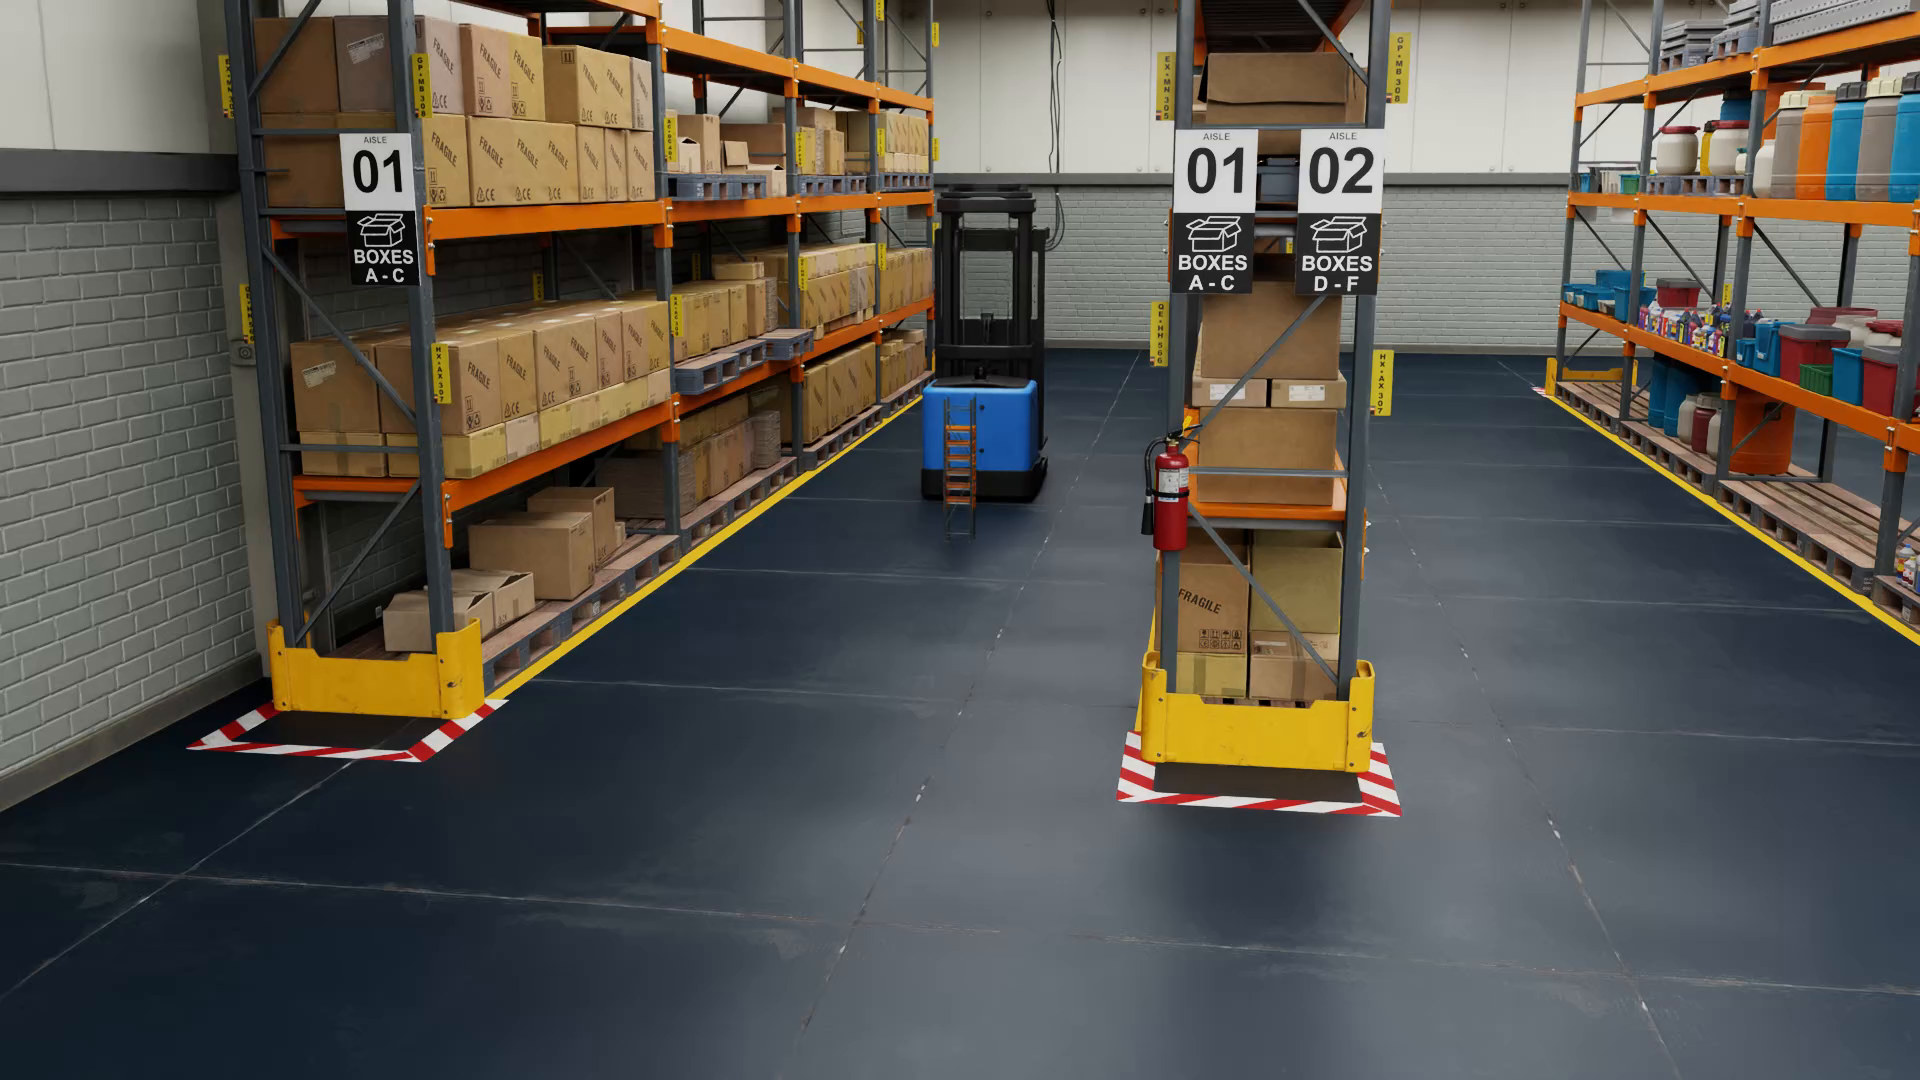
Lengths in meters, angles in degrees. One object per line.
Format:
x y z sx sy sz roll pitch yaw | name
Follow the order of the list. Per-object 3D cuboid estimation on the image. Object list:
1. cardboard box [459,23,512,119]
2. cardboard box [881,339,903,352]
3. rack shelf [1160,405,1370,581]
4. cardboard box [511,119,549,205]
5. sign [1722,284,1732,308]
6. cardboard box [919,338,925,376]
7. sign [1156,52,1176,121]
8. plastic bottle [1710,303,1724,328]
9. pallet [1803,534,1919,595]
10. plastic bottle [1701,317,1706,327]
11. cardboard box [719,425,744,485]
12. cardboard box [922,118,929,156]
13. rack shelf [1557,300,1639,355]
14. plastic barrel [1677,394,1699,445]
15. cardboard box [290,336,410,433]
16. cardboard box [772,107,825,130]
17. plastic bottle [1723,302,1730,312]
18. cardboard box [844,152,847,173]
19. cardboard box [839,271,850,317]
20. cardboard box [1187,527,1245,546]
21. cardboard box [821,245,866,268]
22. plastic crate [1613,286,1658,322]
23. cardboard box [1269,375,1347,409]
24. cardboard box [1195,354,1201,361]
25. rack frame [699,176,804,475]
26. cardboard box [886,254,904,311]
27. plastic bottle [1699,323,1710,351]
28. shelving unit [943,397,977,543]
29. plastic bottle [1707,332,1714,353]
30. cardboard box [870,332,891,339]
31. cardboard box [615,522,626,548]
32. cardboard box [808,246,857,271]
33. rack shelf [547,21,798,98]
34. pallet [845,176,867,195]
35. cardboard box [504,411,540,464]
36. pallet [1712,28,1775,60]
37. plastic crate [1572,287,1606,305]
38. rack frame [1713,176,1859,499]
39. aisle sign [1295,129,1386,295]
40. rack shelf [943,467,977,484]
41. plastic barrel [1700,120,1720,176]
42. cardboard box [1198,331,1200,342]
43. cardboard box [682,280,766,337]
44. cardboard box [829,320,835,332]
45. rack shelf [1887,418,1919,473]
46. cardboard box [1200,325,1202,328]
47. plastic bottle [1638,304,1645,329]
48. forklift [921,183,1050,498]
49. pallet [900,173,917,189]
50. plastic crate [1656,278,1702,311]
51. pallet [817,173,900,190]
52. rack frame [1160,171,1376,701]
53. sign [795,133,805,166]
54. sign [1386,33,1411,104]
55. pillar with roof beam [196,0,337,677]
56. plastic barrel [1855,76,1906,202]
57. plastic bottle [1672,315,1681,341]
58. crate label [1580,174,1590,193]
-2.924 -2.686 9.558 0.500 0.500 0.500 2 12 8 | cardboard box
-0.975 -2.622 22.436 0.380 0.149 0.250 2 12 7 | cardboard box
1.853 -0.402 10.446 1.077 0.370 4.000 2 12 9 | rack shelf
-2.858 -2.302 10.152 0.500 0.500 0.500 2 12 11 | cardboard box
8.828 -2.791 19.168 0.100 0.325 0.005 2 12 9 | sign
-0.898 -2.662 24.162 0.700 0.500 0.500 2 12 9 | cardboard box
1.011 -2.218 8.133 0.100 0.325 0.005 2 12 9 | sign
8.296 -2.414 18.193 0.144 0.351 0.185 2 12 9 | plastic bottle
7.137 0.190 12.612 1.003 0.211 1.213 2 12 9 | pallet
7.657 -2.154 17.146 0.061 0.283 0.133 2 12 9 | plastic bottle
-2.421 -0.796 15.456 0.700 0.500 0.500 2 12 8 | cardboard box
-0.732 -5.680 23.453 0.500 0.500 0.500 2 12 8 | cardboard box
8.592 -2.739 21.289 1.077 0.370 4.000 2 12 9 | rack shelf
7.900 -1.288 17.760 0.421 0.512 0.421 0 12 0 | plastic barrel
-3.488 -0.905 9.602 0.500 0.500 0.500 2 12 8 | cardboard box
-1.839 -4.798 18.953 0.500 0.250 0.500 1 12 7 | cardboard box
8.467 -2.448 18.349 0.144 0.351 0.185 2 12 9 | plastic bottle
-1.631 -4.792 21.112 0.500 0.250 0.500 2 12 9 | cardboard box
-1.552 -2.780 18.782 0.500 0.500 0.500 2 12 10 | cardboard box
1.473 0.105 10.136 0.500 0.500 0.500 2 12 9 | cardboard box
-1.412 -3.354 19.666 0.500 0.250 0.500 2 12 10 | cardboard box
8.020 -2.804 19.779 0.392 0.384 0.575 2 12 9 | plastic crate
1.818 -0.778 8.706 0.380 0.149 0.250 2 12 8 | cardboard box
1.575 -1.004 9.754 0.380 0.149 0.250 2 12 10 | cardboard box
-2.120 -2.162 16.907 1.000 3.000 0.127 2 12 9 | rack frame
-1.287 -3.406 21.965 0.980 0.700 0.700 2 12 7 | cardboard box
7.441 -2.029 16.594 0.097 0.271 0.097 0 12 0 | plastic bottle
-0.002 -0.584 13.853 0.258 1.200 0.189 2 12 9 | shelving unit
7.396 -1.934 16.319 0.097 0.201 0.097 0 12 0 | plastic bottle
-1.193 -2.854 23.514 0.380 0.149 0.250 2 12 9 | cardboard box
-2.787 -0.047 12.774 0.380 0.166 0.250 0 12 1 | cardboard box
-1.490 -3.248 19.173 0.500 0.250 0.500 2 12 10 | cardboard box
-2.427 -4.132 14.461 1.077 0.370 4.000 2 12 9 | rack shelf
-1.597 -4.175 19.582 0.805 0.209 1.217 1 12 6 | pallet
-2.895 -0.633 10.121 0.500 0.250 0.500 1 12 7 | cardboard box
7.811 -4.635 15.540 1.213 0.211 1.003 2 12 9 | pallet
8.435 -3.276 22.331 0.416 0.233 0.300 2 12 9 | plastic crate
7.670 -1.841 15.418 1.000 3.000 0.127 2 12 9 | rack frame
1.838 -1.585 8.055 0.394 0.787 0.004 2 12 9 | aisle sign
-0.002 -0.540 13.862 0.258 0.103 0.180 2 12 9 | rack shelf
8.345 -4.241 17.989 0.600 0.588 0.600 0 12 0 | plastic barrel
2.447 -1.779 15.341 0.500 0.311 0.500 2 12 8 | cardboard box
-2.241 -2.211 15.851 0.700 0.500 0.500 1 12 3 | cardboard box
-1.615 -2.430 18.698 0.380 0.149 0.250 2 12 9 | cardboard box
6.747 -0.241 9.698 1.077 0.370 4.000 2 12 9 | rack shelf
1.889 -1.434 11.750 0.380 0.149 0.250 2 12 9 | cardboard box
7.807 -2.554 19.004 0.061 0.283 0.133 2 12 9 | plastic bottle
0.322 -2.094 16.753 1.130 2.935 3.031 1 12 7 | forklift
-1.178 -4.841 22.428 1.003 0.211 1.213 2 12 9 | pallet
8.670 -2.912 20.093 0.402 0.464 0.583 2 12 9 | plastic crate
-1.368 -4.588 21.253 1.003 0.211 1.213 2 12 9 | pallet
1.545 -0.337 8.438 1.000 3.000 0.127 2 12 9 | rack frame
-1.584 -3.863 16.453 0.100 0.325 0.005 2 12 9 | sign
2.093 -2.250 7.933 0.100 0.325 0.005 2 12 9 | sign
0.157 -3.464 8.707 9.100 9.000 0.400 2 12 9 | pillar with roof beam
7.019 -2.969 12.341 0.600 0.901 0.600 0 12 0 | plastic barrel
7.599 -2.243 17.585 0.097 0.271 0.097 0 12 0 | plastic bottle
8.439 -4.719 22.002 0.408 0.251 0.502 2 12 9 | crate label
